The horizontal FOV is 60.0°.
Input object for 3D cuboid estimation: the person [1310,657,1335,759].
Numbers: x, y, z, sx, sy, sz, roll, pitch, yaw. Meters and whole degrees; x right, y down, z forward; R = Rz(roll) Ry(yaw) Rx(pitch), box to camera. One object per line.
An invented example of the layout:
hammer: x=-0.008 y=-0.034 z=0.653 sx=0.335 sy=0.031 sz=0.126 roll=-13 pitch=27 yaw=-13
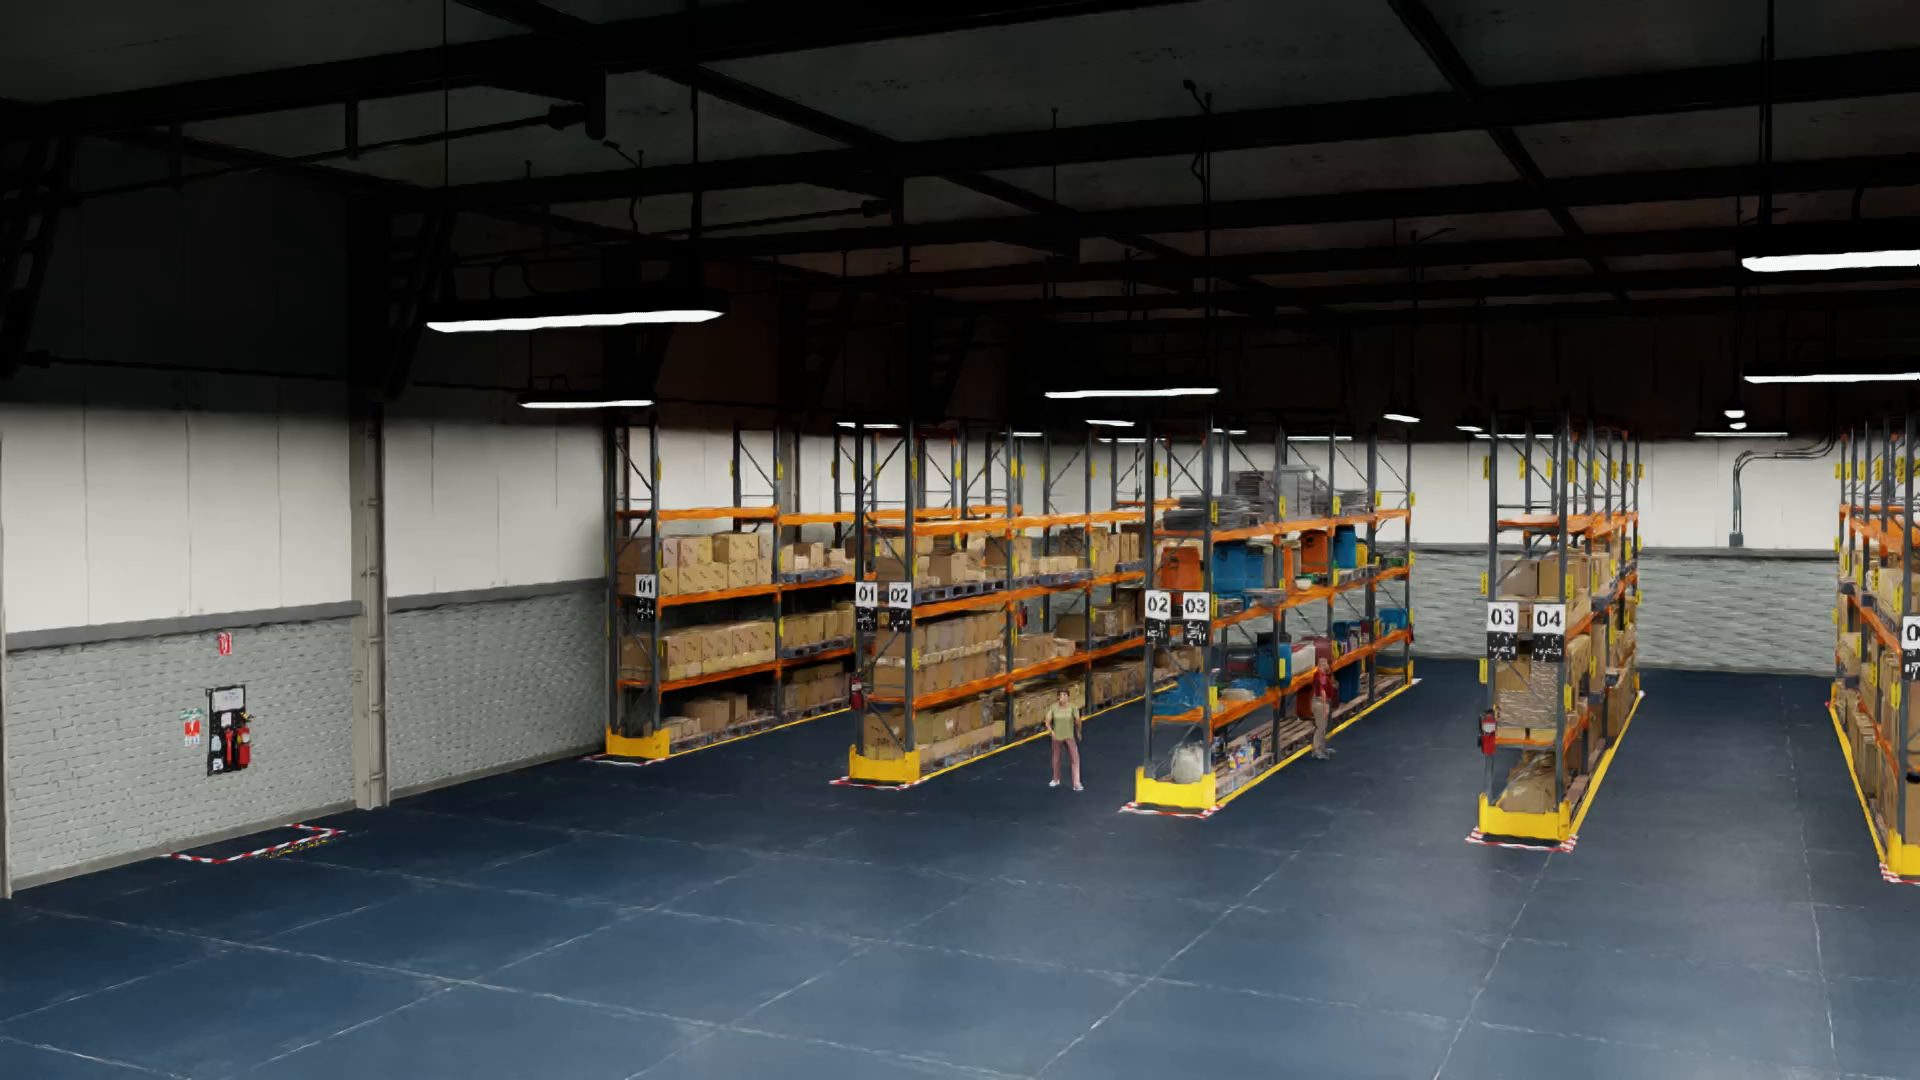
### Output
person: x=6.340 y=2.904 z=28.946 sx=0.476 sy=1.738 sz=0.626 roll=0 pitch=2 yaw=1

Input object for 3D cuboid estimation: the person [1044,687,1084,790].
person: x=1.636 y=3.094 z=26.024 sx=0.621 sy=1.610 sz=0.790 roll=0 pitch=2 yaw=5
